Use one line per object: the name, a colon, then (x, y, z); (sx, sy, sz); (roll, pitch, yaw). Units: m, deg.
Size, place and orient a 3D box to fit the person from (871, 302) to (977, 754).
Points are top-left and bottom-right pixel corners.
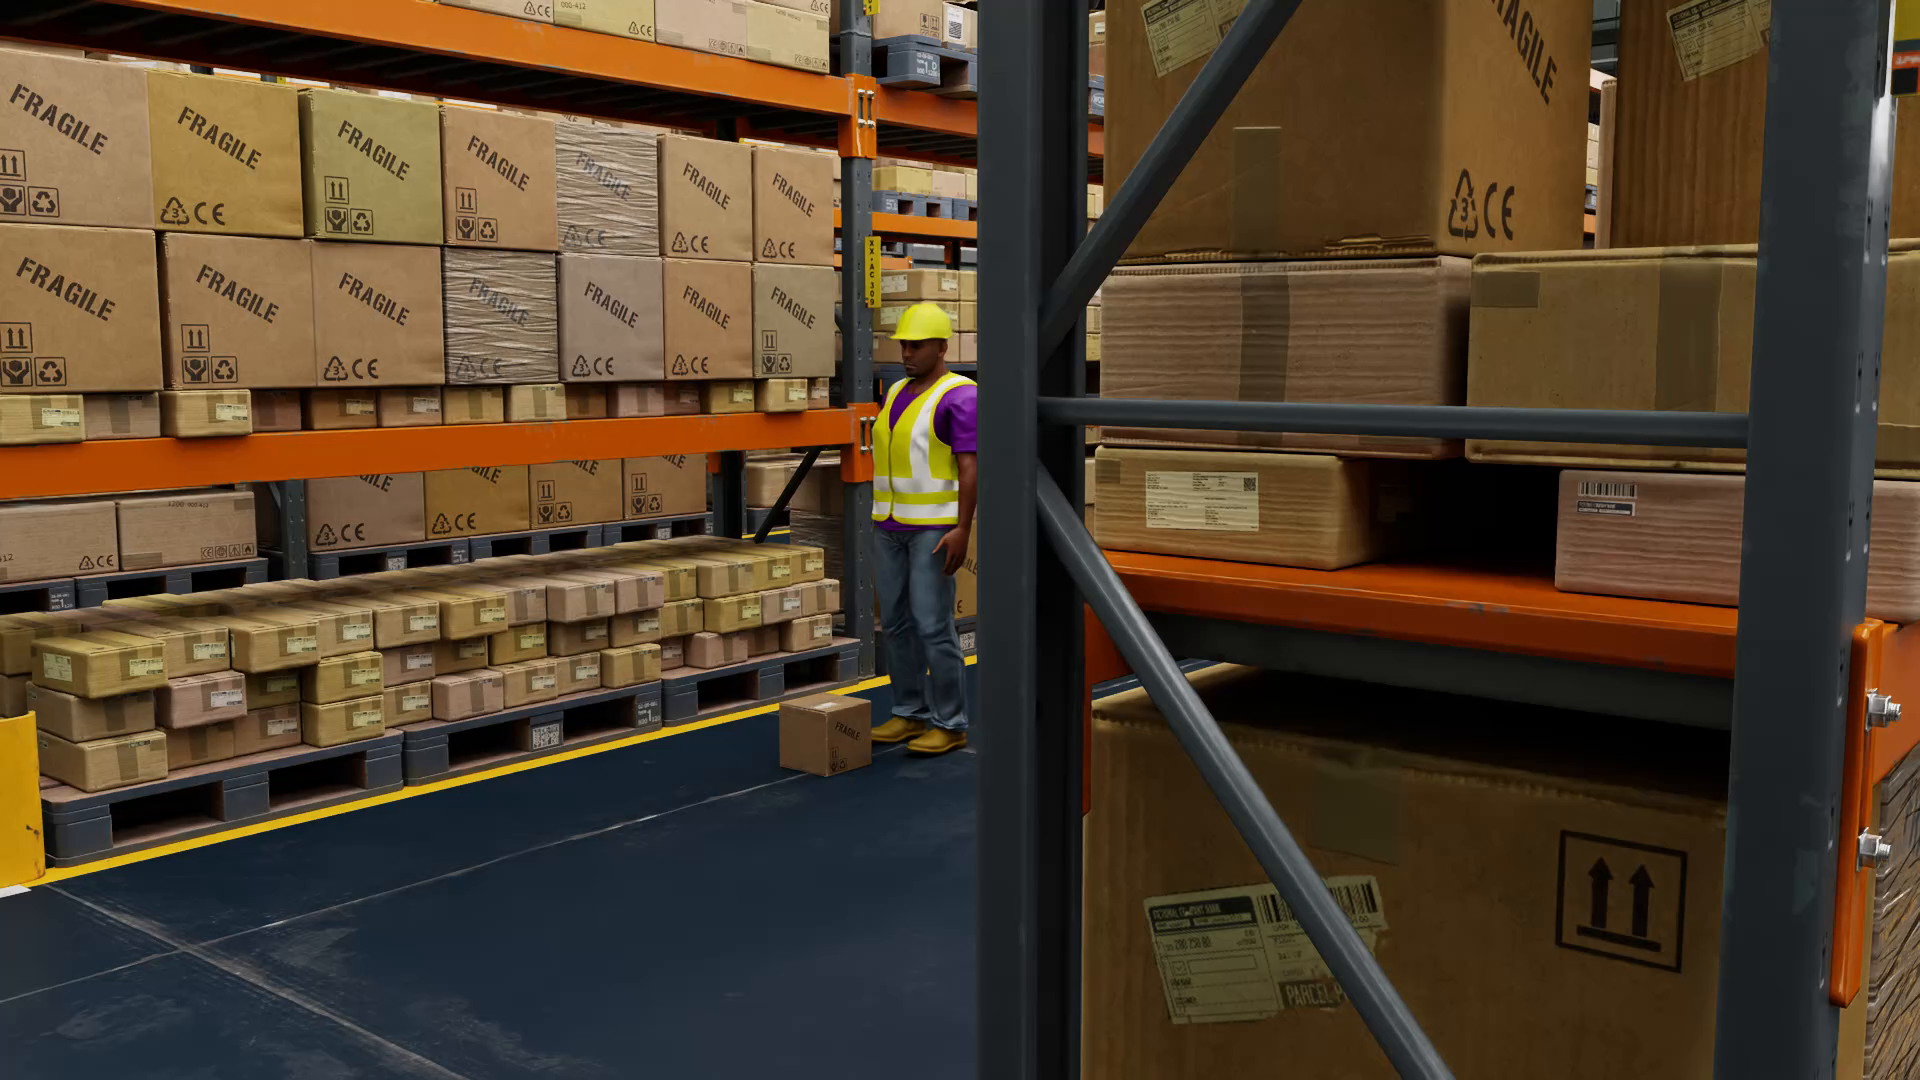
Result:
person: (-0.146, -0.051, 6.574); (0.363, 1.763, 0.565); (-6, 9, -43)
